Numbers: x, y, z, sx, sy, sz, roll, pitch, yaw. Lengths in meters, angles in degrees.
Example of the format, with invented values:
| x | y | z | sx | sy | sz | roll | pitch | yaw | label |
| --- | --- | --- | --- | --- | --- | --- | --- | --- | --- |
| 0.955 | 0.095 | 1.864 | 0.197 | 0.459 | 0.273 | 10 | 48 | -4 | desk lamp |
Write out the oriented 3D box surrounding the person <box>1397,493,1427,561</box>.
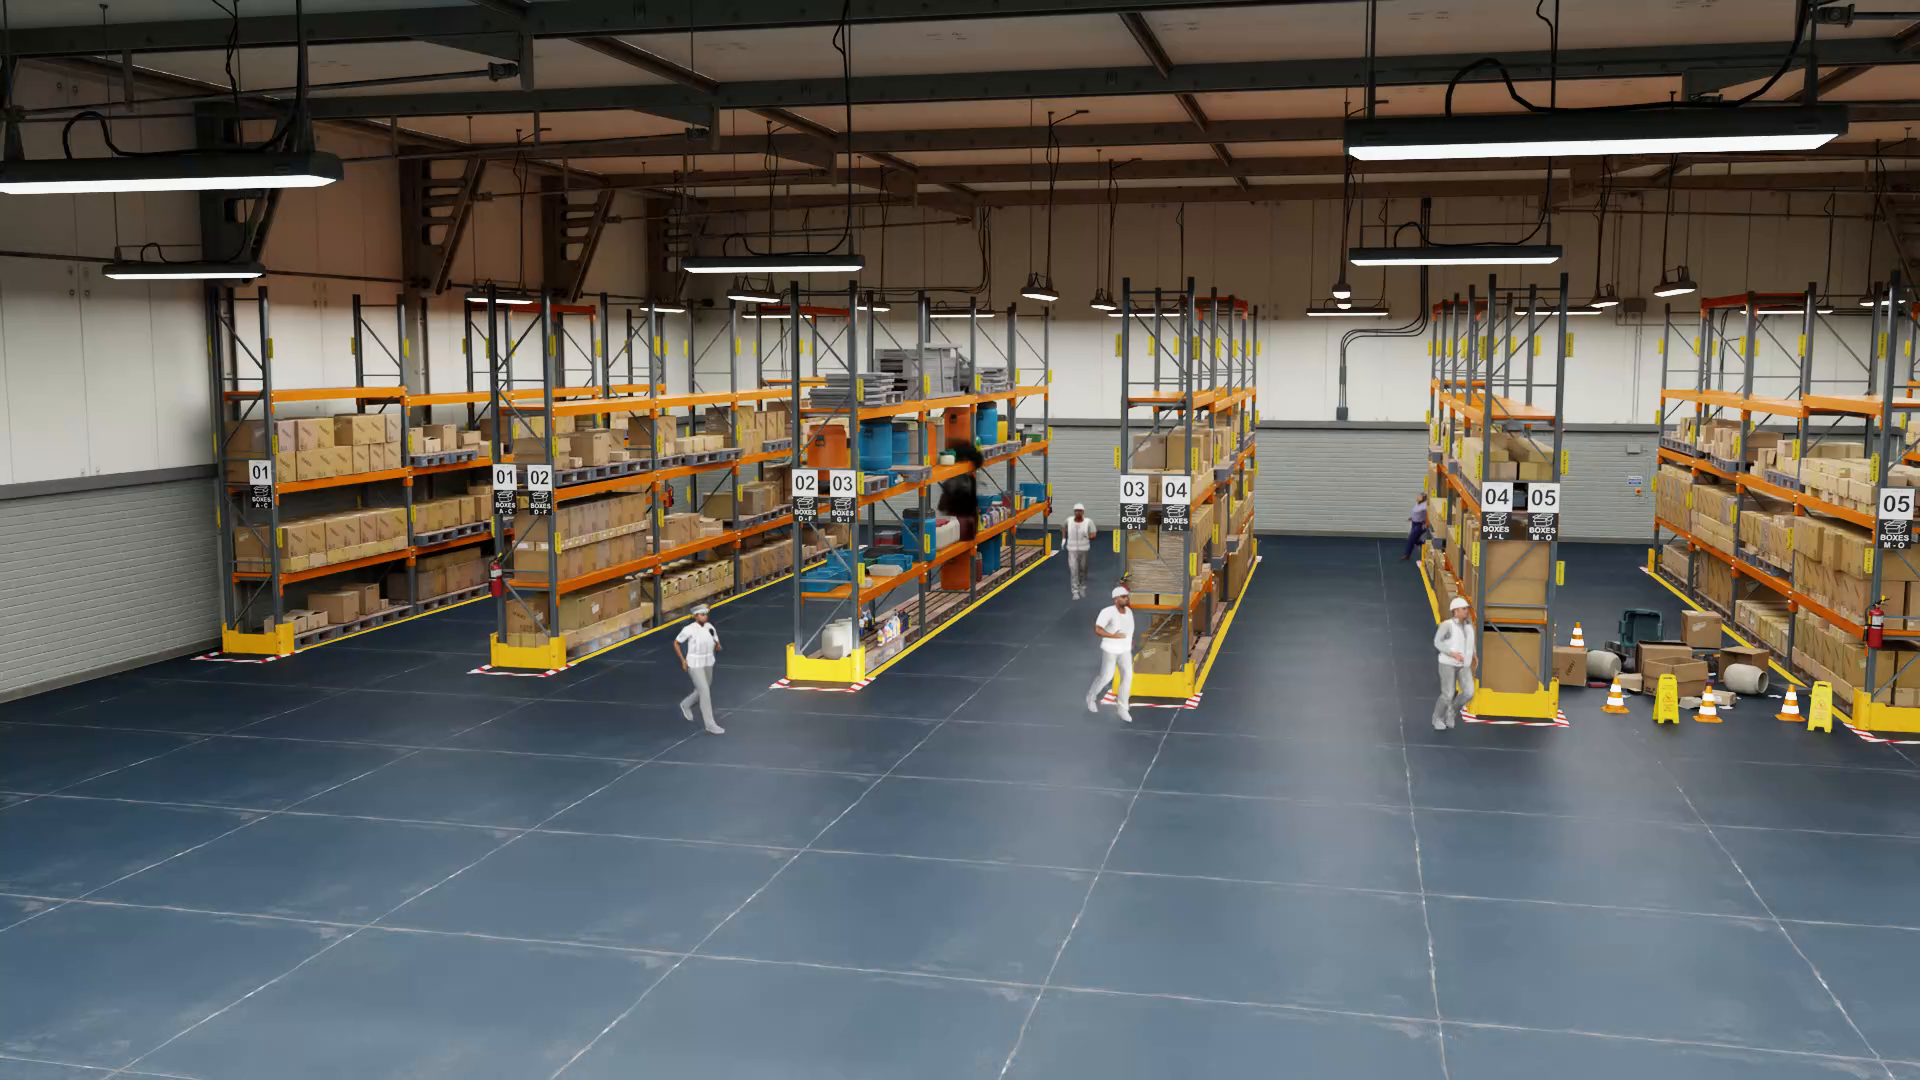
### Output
| x | y | z | sx | sy | sz | roll | pitch | yaw | label |
| --- | --- | --- | --- | --- | --- | --- | --- | --- | --- |
| 10.835 | -0.310 | 39.273 | 0.910 | 1.613 | 0.685 | -1 | 7 | -13 | person |

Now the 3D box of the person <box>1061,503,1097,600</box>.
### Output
| x | y | z | sx | sy | sz | roll | pitch | yaw | label |
| --- | --- | --- | --- | --- | --- | --- | --- | --- | --- |
| 2.239 | 0.221 | 31.287 | 0.683 | 1.832 | 0.928 | 1 | 7 | 7 | person |

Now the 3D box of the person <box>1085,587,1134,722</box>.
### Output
| x | y | z | sx | sy | sz | roll | pitch | yaw | label |
| --- | --- | --- | --- | --- | --- | --- | --- | --- | --- |
| 2.136 | 1.518 | 22.608 | 0.728 | 1.774 | 0.882 | -4 | 8 | -33 | person |

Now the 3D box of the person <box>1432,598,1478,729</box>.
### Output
| x | y | z | sx | sy | sz | roll | pitch | yaw | label |
| --- | --- | --- | --- | --- | --- | --- | --- | --- | --- |
| 6.559 | 1.631 | 21.866 | 0.715 | 1.729 | 0.574 | -2 | 7 | -20 | person |

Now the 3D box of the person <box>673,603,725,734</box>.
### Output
| x | y | z | sx | sy | sz | roll | pitch | yaw | label |
| --- | --- | --- | --- | --- | --- | --- | --- | --- | --- |
| -3.419 | 1.648 | 21.785 | 0.911 | 1.678 | 0.576 | 6 | 9 | 41 | person |
